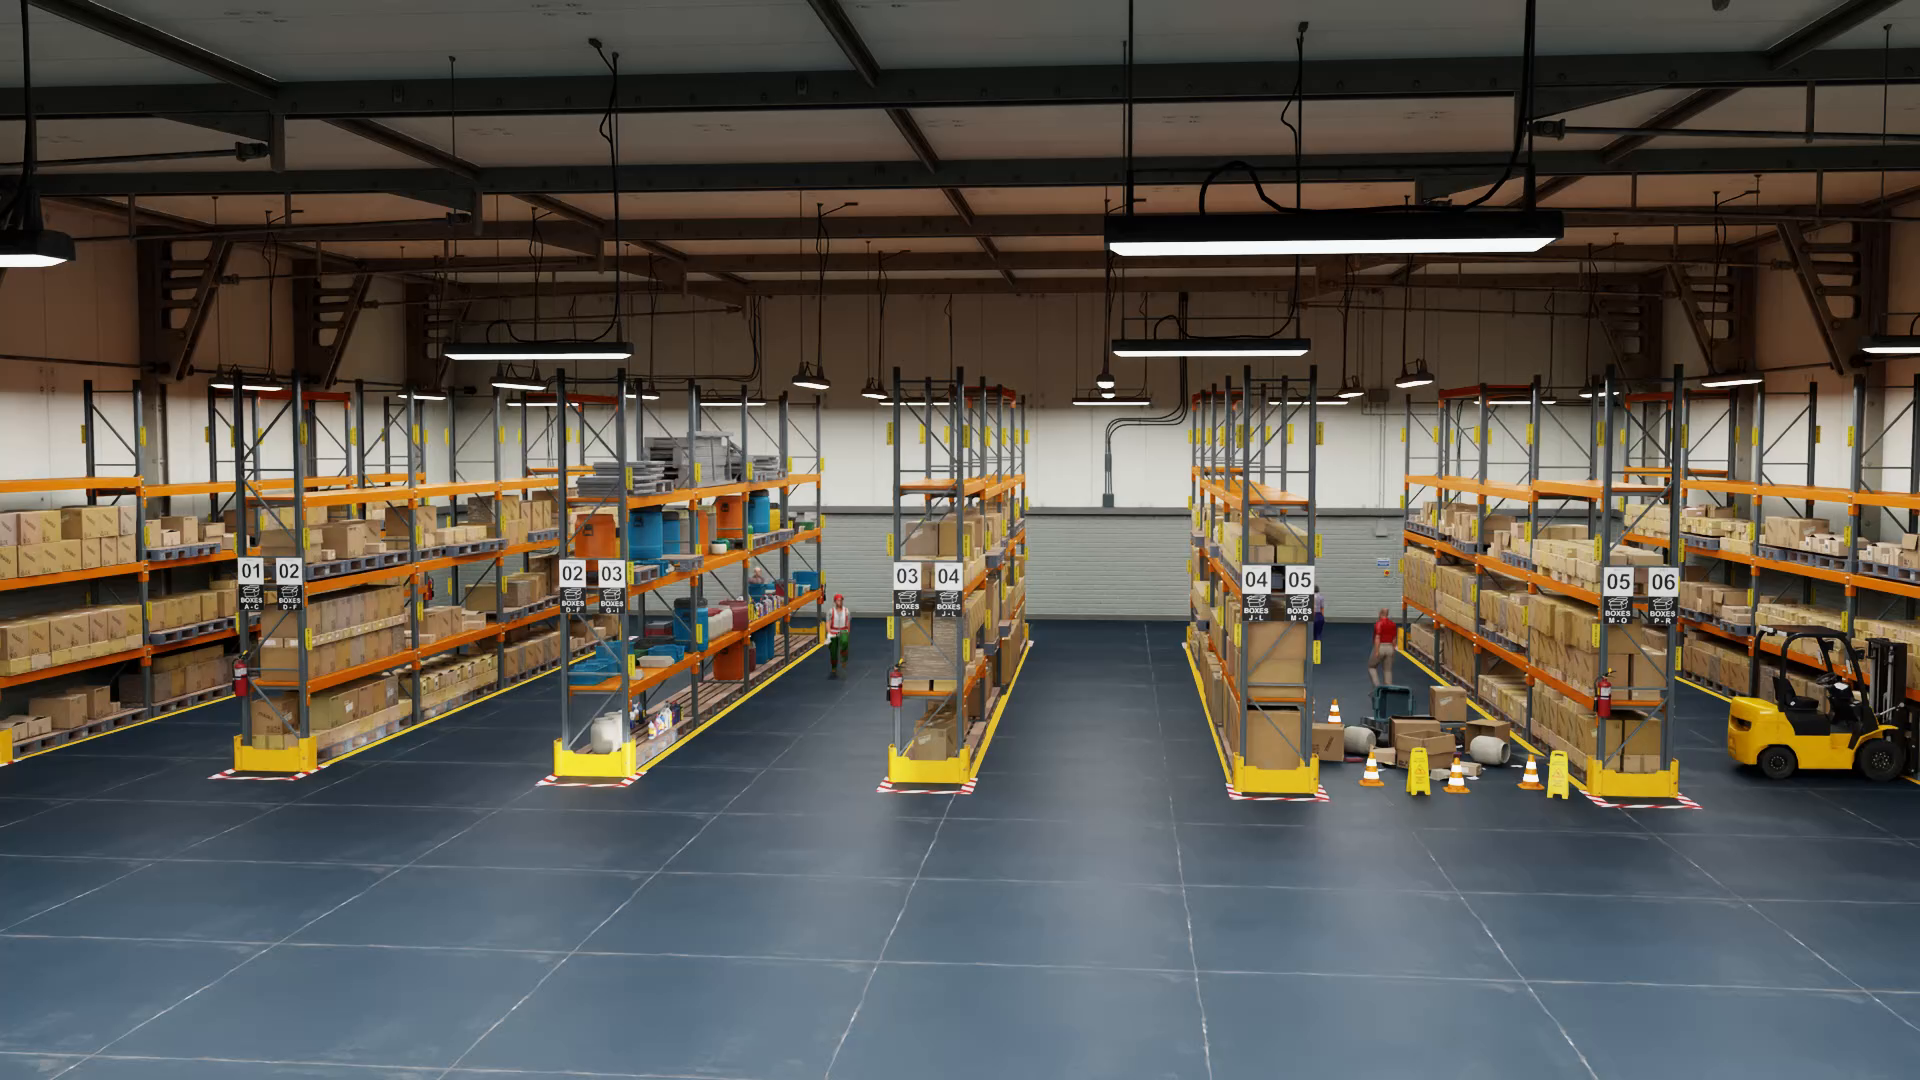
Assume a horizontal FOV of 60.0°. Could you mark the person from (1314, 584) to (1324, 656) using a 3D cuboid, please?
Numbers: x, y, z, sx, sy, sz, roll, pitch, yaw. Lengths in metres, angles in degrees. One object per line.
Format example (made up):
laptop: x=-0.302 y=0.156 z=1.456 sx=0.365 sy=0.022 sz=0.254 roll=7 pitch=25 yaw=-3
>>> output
person: x=8.066 y=1.833 z=37.794 sx=0.536 sy=1.648 sz=0.451 roll=-3 pitch=4 yaw=-35

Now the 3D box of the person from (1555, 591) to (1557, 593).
person: x=13.257 y=1.813 z=37.075 sx=0.606 sy=1.756 sz=0.450 roll=-2 pitch=4 yaw=-33

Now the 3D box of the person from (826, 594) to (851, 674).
person: x=-2.506 y=1.964 z=34.285 sx=0.509 sy=1.697 sz=1.072 roll=0 pitch=4 yaw=-4

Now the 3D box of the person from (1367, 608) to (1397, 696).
person: x=8.122 y=2.159 z=31.831 sx=0.552 sy=1.719 sz=0.528 roll=-1 pitch=4 yaw=-11

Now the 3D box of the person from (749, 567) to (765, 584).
person: x=-5.169 y=1.581 z=42.086 sx=1.206 sy=1.619 sz=0.564 roll=2 pitch=4 yaw=24
